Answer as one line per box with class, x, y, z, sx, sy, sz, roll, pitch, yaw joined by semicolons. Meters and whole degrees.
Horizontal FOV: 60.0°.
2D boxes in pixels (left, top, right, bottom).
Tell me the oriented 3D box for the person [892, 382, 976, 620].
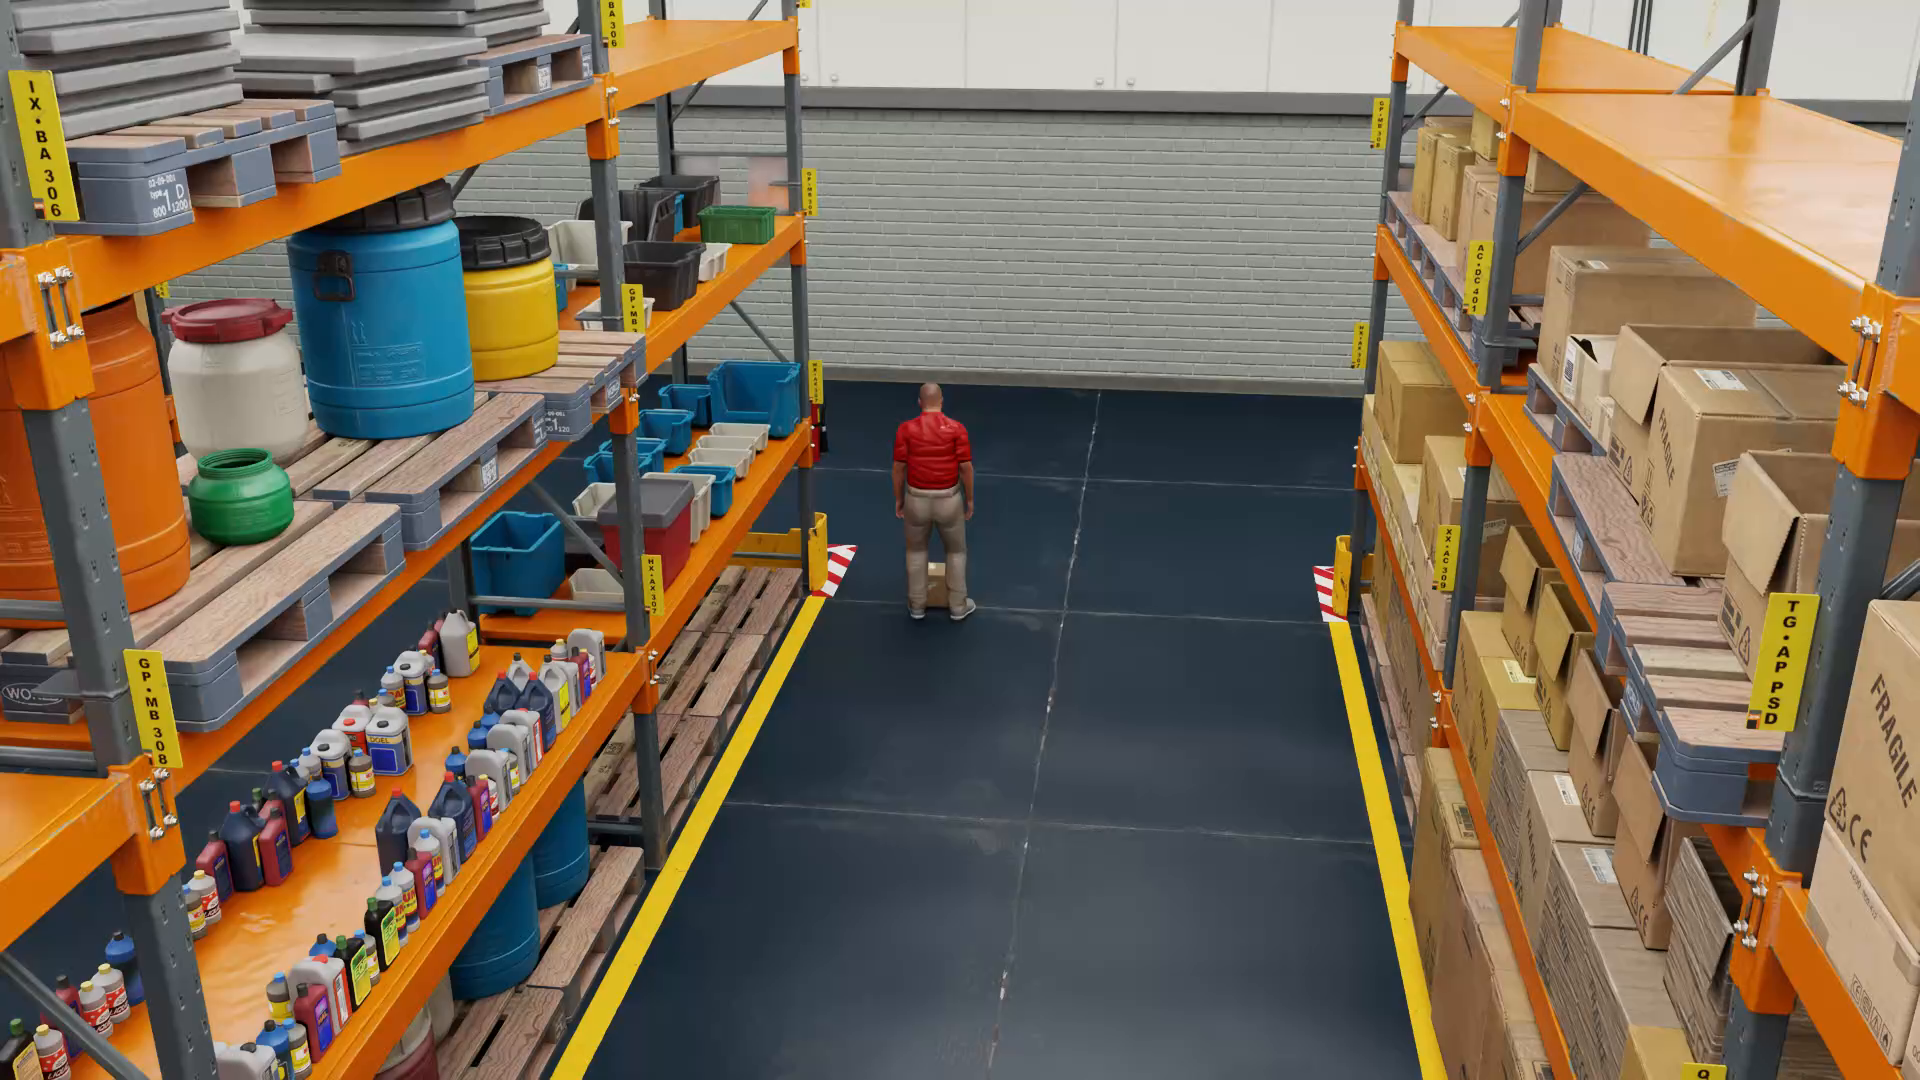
person;-0.185;-0.266;11.795;0.582;1.726;0.391;2;21;4
